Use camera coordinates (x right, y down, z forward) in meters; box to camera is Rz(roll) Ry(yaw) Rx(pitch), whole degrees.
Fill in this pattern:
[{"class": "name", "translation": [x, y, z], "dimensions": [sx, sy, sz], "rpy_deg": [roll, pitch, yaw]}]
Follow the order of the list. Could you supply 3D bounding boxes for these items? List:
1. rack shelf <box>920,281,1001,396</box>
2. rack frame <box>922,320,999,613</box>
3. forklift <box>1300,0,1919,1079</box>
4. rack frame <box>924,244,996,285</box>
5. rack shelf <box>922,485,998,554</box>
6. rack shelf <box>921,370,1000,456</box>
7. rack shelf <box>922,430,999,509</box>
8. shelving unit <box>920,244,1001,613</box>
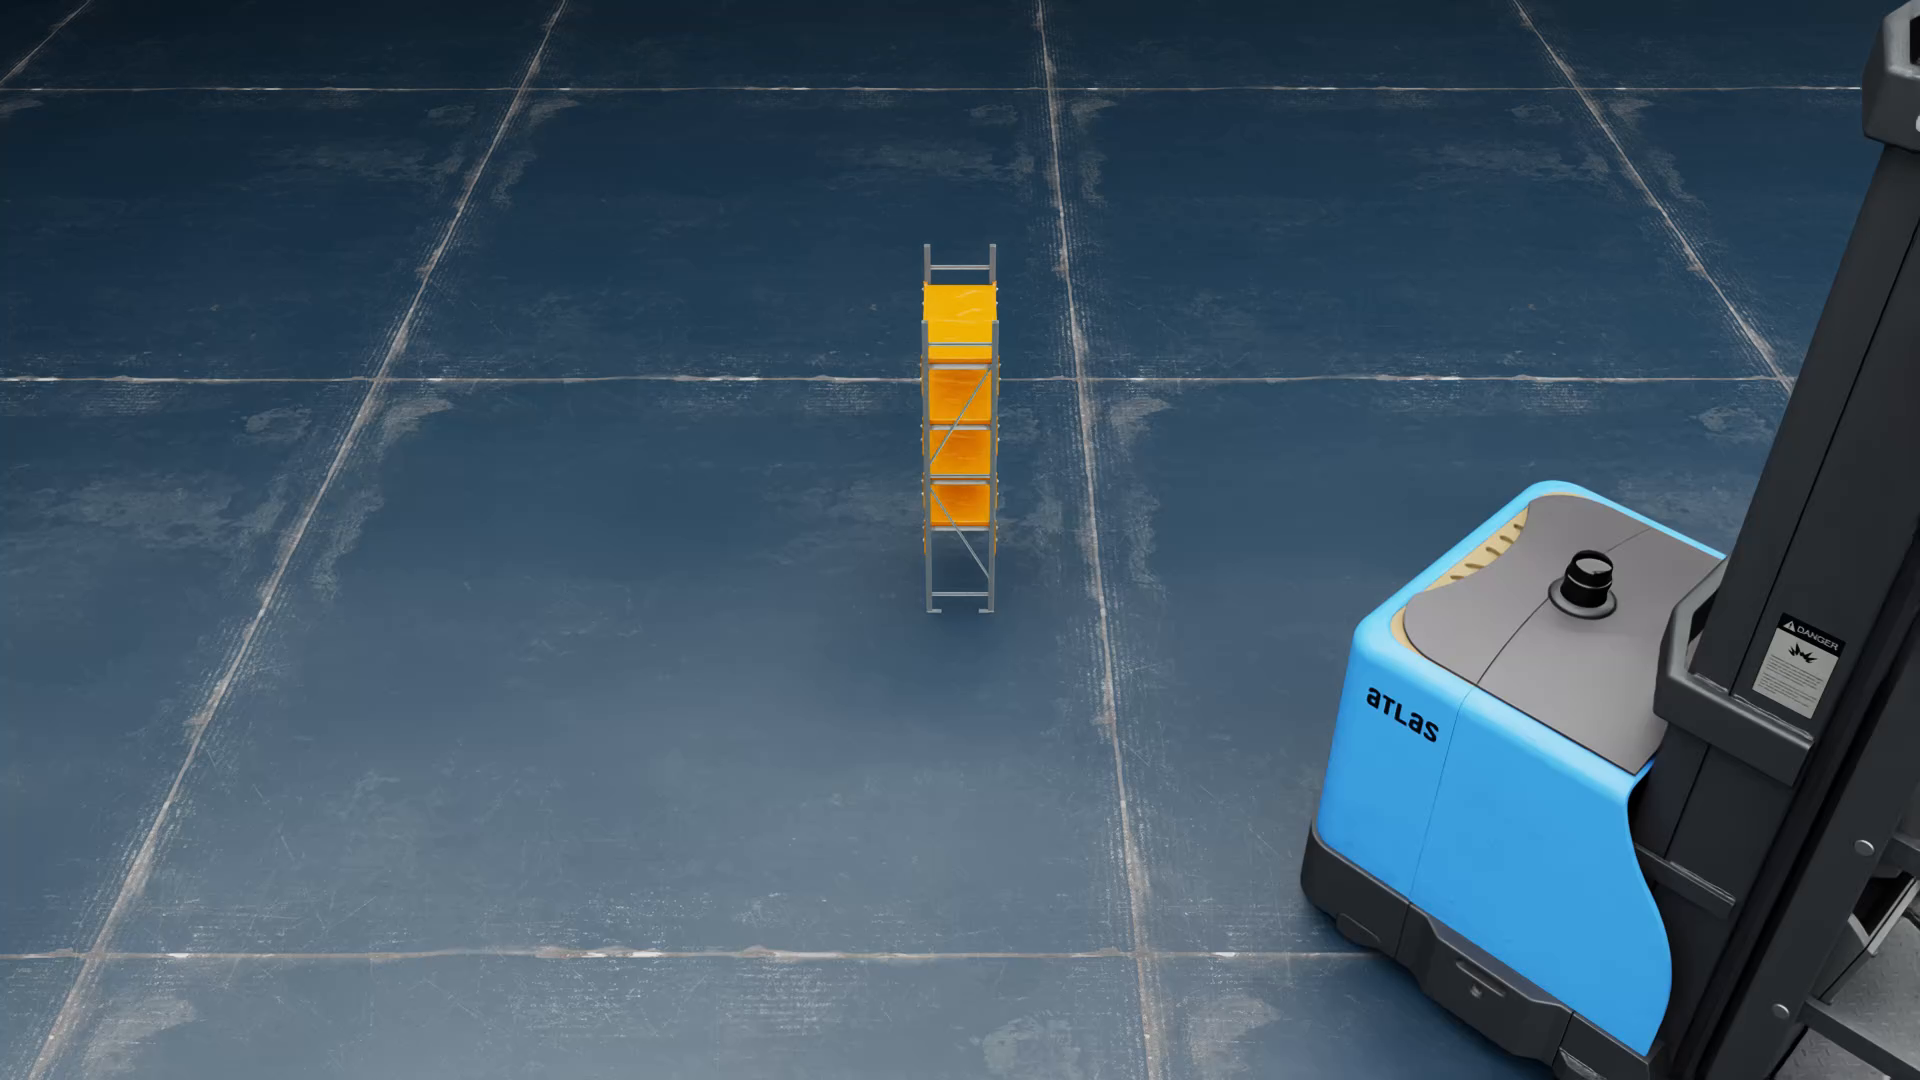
[{"class": "rack shelf", "translation": [0.000, -0.671, 5.500], "dimensions": [0.258, 0.148, 0.480], "rpy_deg": [0, 39, 0]}, {"class": "rack frame", "translation": [0.000, -0.212, 5.555], "dimensions": [0.240, 1.200, 0.015], "rpy_deg": [0, 39, 0]}, {"class": "forklift", "translation": [2.389, 0.367, 3.449], "dimensions": [1.130, 2.935, 3.031], "rpy_deg": [-32, 48, -33]}, {"class": "rack frame", "translation": [0.000, -0.517, 5.936], "dimensions": [0.240, 1.200, 0.015], "rpy_deg": [0, 39, 0]}, {"class": "rack shelf", "translation": [0.000, -0.157, 5.912], "dimensions": [0.258, 0.148, 0.480], "rpy_deg": [0, 39, 0]}, {"class": "rack shelf", "translation": [0.000, -0.487, 5.648], "dimensions": [0.258, 0.148, 0.480], "rpy_deg": [0, 39, 0]}, {"class": "rack shelf", "translation": [0.000, -0.312, 5.788], "dimensions": [0.258, 0.148, 0.480], "rpy_deg": [0, 39, 0]}, {"class": "shelving unit", "translation": [0.000, -0.365, 5.746], "dimensions": [0.258, 1.200, 0.503], "rpy_deg": [0, 39, 0]}]
